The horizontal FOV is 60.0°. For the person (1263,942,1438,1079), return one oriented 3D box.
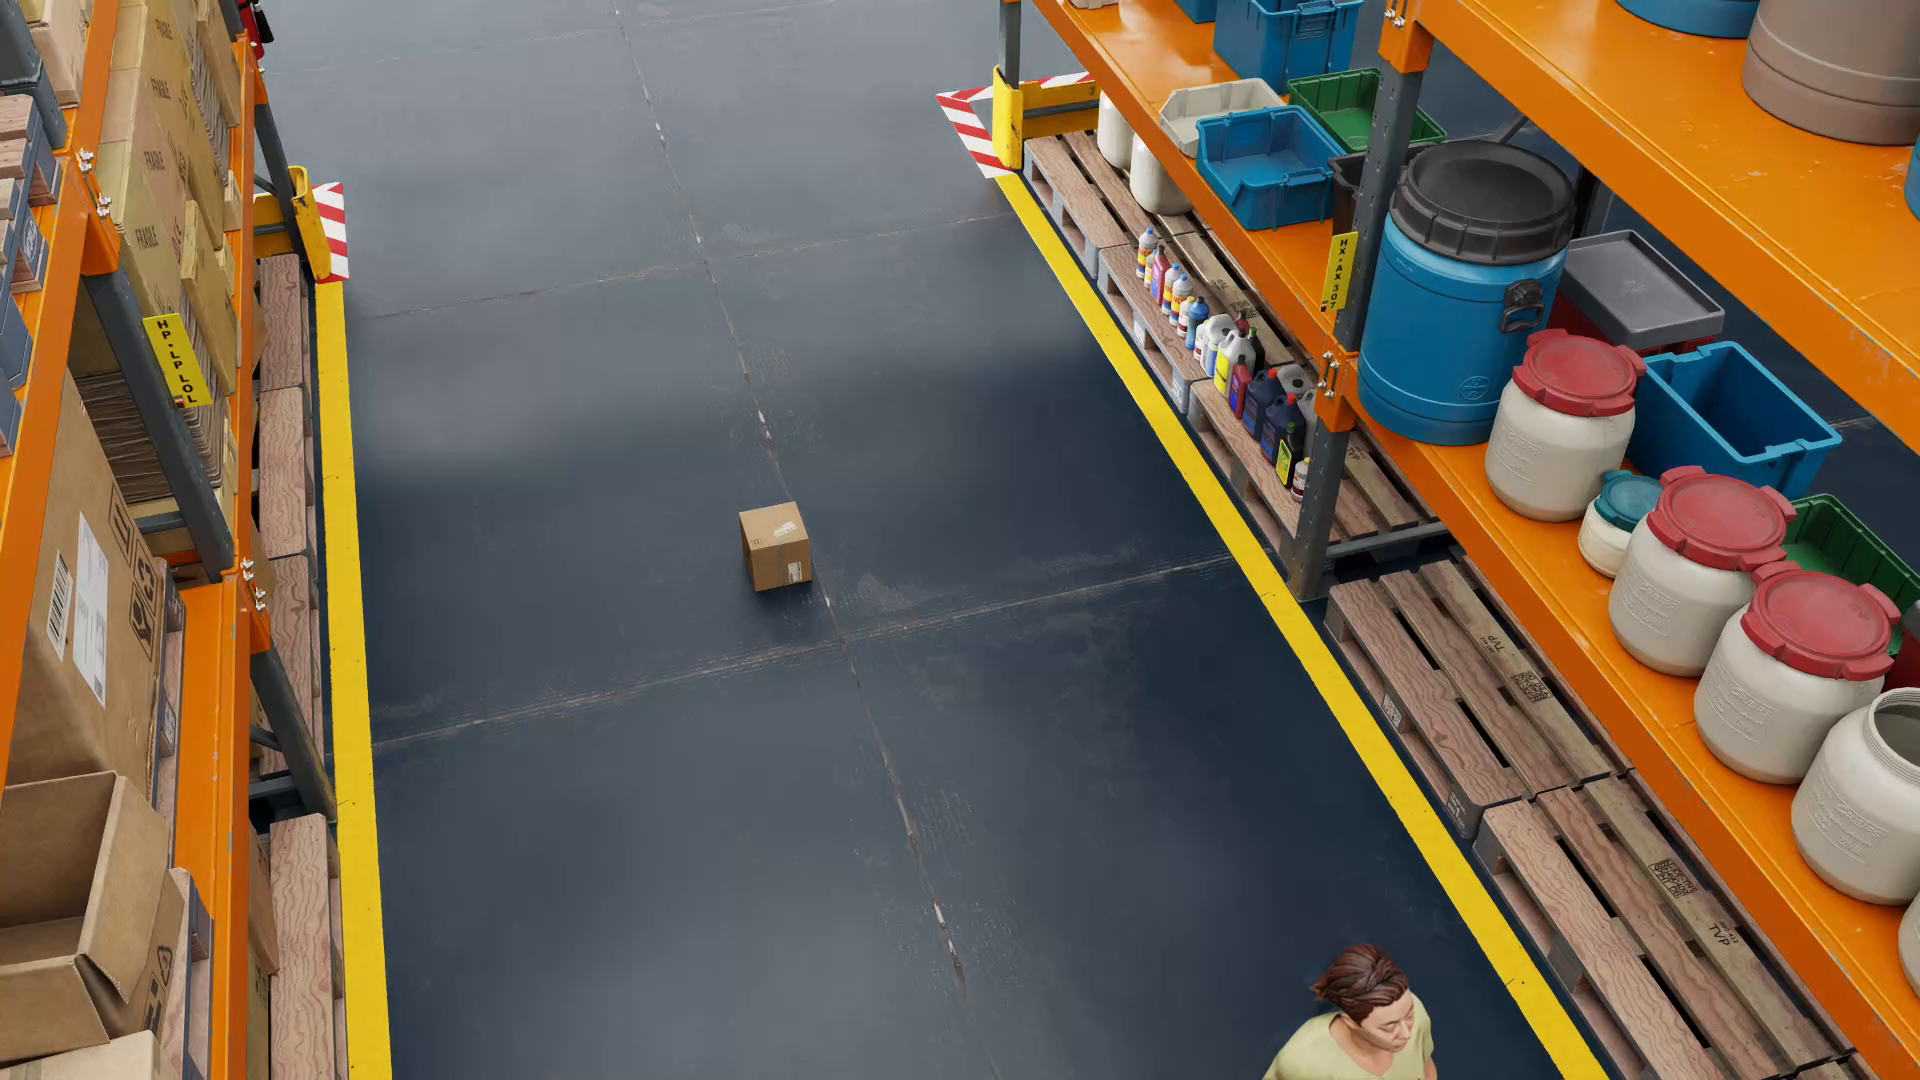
[{"bbox_3d":[1.048,1.624,4.384,0.465,1.616,1.021,-23,47,-23],"label":"person"}]
